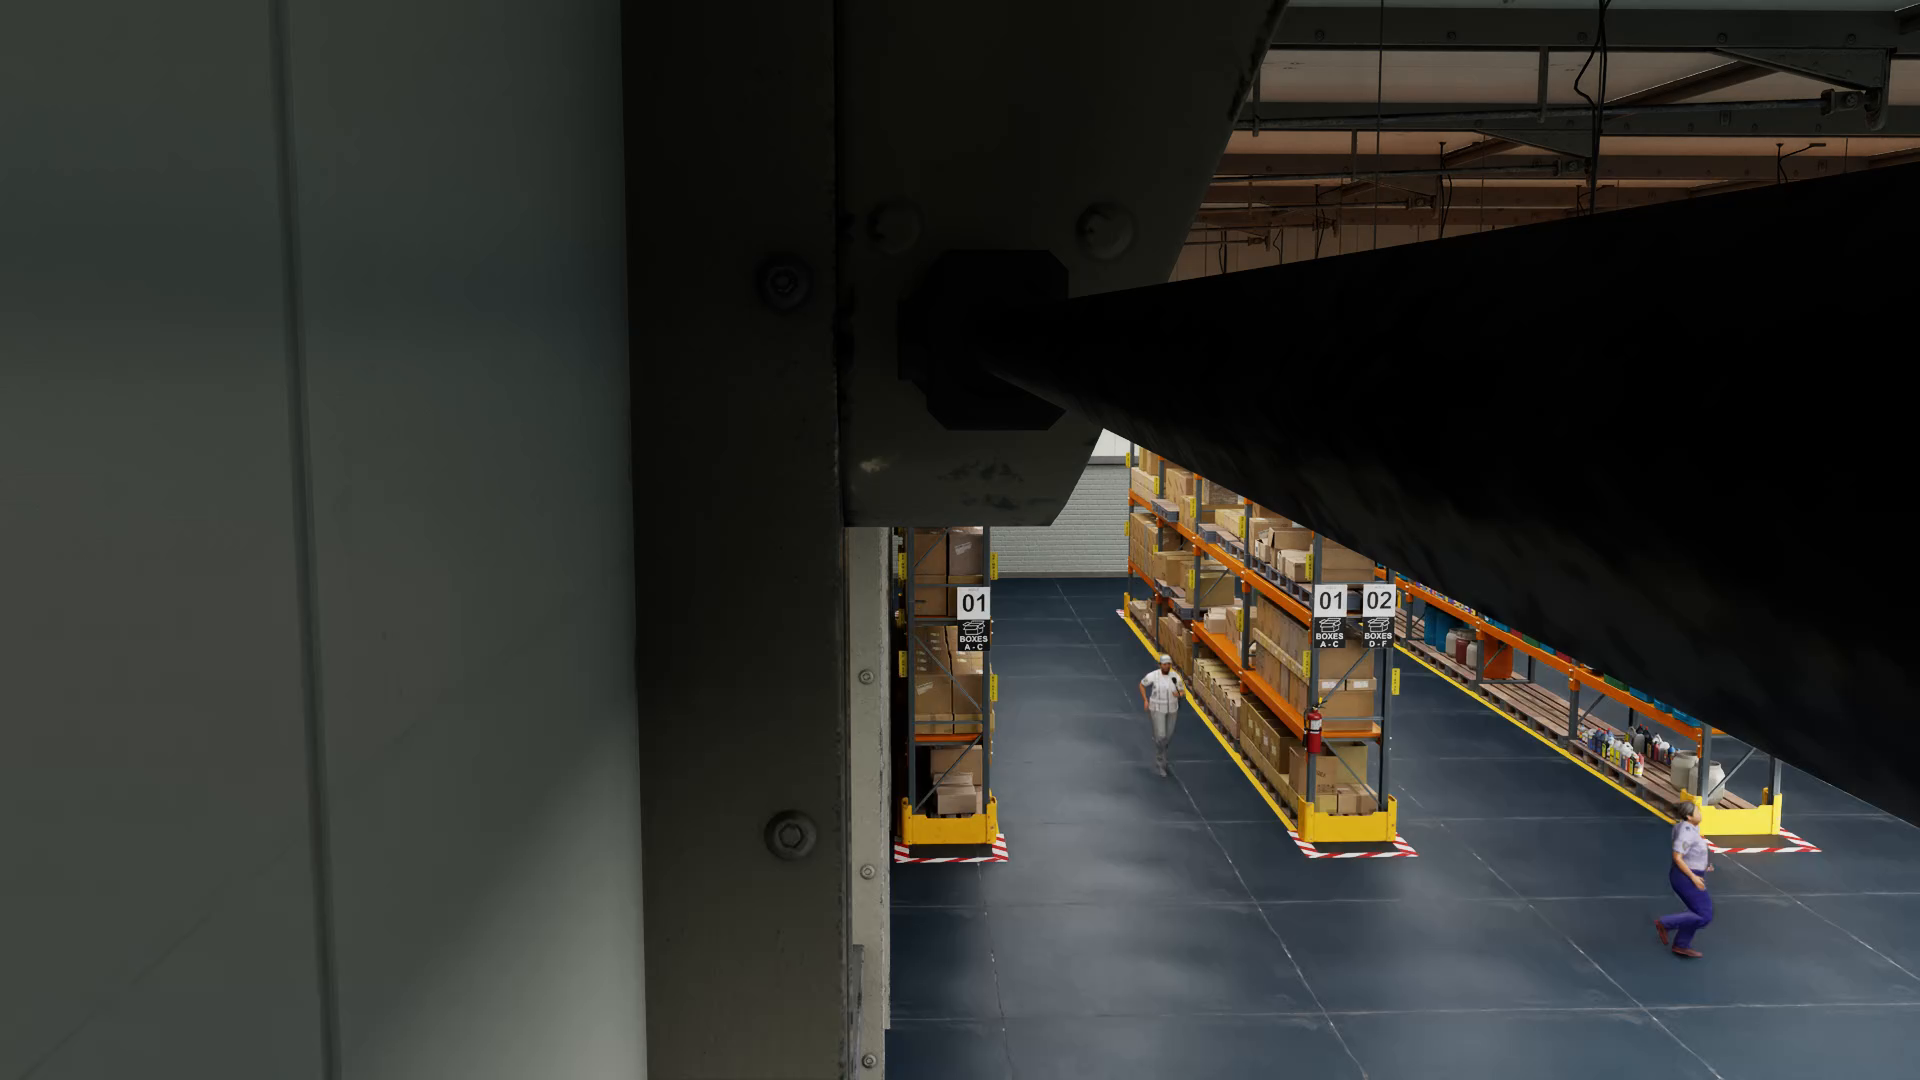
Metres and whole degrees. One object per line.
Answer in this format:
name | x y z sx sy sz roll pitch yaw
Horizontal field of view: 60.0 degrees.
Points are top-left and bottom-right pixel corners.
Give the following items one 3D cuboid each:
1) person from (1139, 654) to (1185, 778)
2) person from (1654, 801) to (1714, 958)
person | 2.902 2.479 23.725 0.580 1.728 0.751 -2 8 -15
person | 7.300 3.419 16.752 0.554 1.601 0.609 2 8 18
